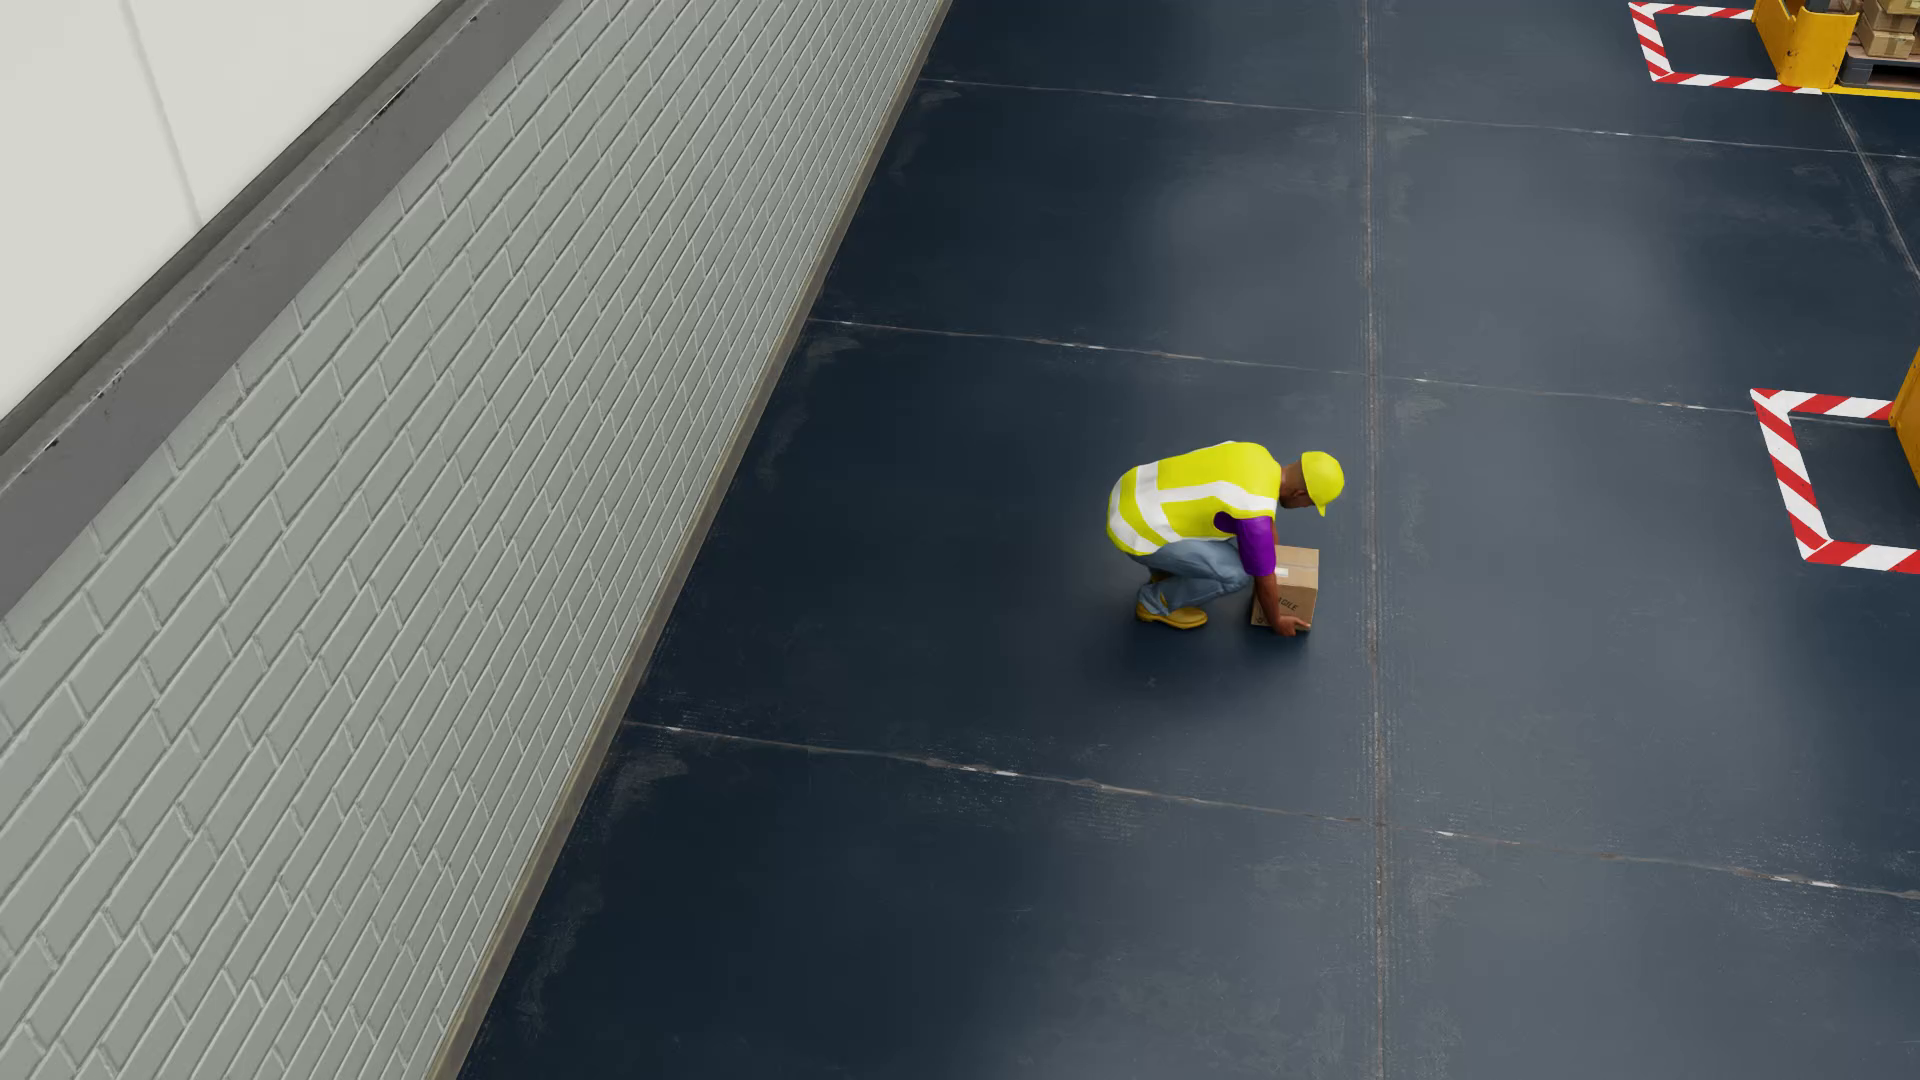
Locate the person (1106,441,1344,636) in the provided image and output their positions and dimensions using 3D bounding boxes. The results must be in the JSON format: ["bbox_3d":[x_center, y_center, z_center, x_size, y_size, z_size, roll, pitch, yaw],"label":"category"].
[{"bbox_3d":[1.086,-0.031,6.973,0.943,0.863,0.537,6,41,7],"label":"person"}]
